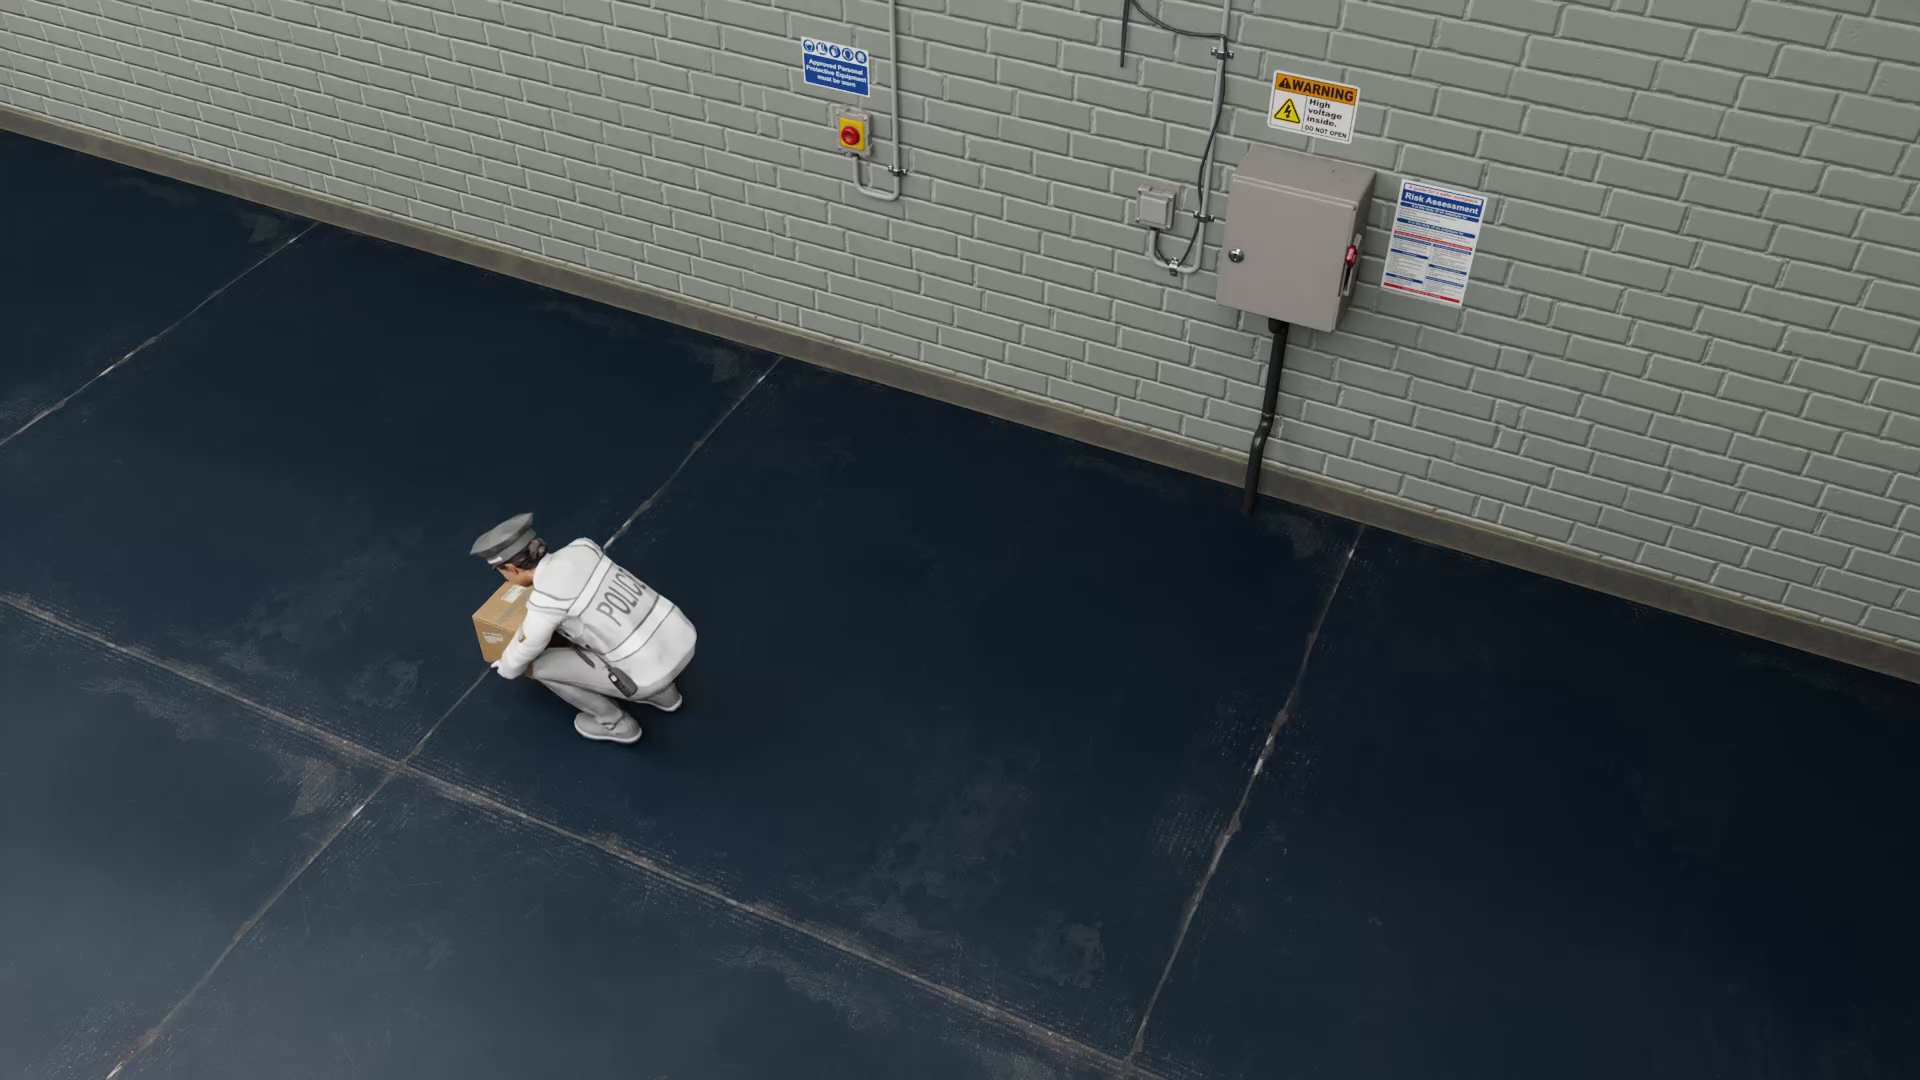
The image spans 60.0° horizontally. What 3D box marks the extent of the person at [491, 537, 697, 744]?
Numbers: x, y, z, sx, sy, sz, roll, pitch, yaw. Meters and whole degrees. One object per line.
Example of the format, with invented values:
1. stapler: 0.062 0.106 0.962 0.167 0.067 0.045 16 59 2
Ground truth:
1. person: -1.417 0.349 6.331 0.814 0.928 0.519 18 45 18
